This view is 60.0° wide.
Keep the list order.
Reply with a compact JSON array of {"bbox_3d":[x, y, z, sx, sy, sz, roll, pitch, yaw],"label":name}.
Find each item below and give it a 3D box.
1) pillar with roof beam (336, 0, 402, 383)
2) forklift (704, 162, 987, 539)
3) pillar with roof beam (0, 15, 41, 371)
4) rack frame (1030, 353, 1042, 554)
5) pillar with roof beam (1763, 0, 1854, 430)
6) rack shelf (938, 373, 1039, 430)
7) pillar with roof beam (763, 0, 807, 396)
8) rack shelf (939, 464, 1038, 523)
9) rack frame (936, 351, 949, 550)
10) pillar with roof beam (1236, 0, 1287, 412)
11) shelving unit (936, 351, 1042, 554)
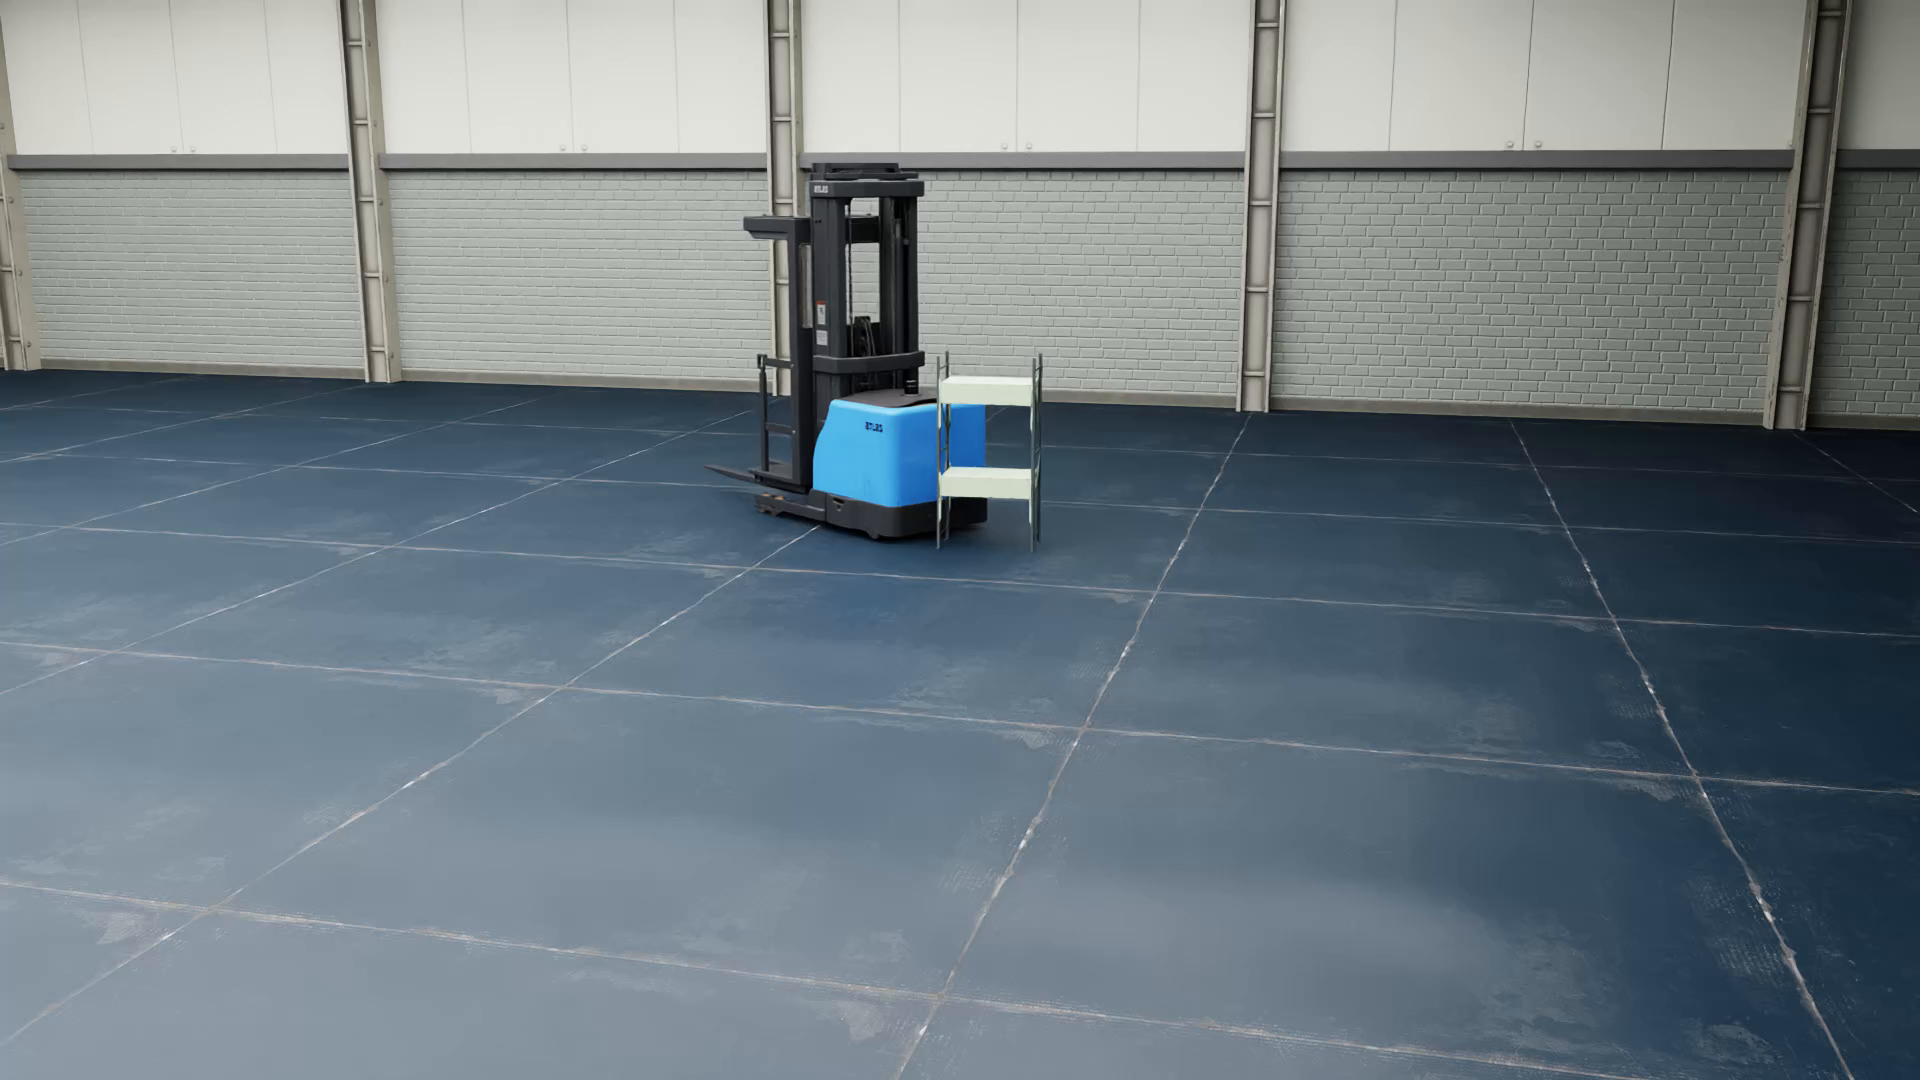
[{"bbox_3d":[-9.080,-5.708,18.186,0.400,9.000,9.100,3,13,14],"label":"pillar with roof beam"},{"bbox_3d":[-1.118,-1.696,14.109,1.130,2.935,3.031,-11,16,-39],"label":"forklift"},{"bbox_3d":[-14.905,-6.019,19.589,0.400,9.000,9.100,3,13,14],"label":"pillar with roof beam"},{"bbox_3d":[0.588,-0.670,12.790,0.023,1.500,0.400,2,13,10],"label":"rack frame"},{"bbox_3d":[8.396,-4.774,13.975,0.400,9.000,9.100,3,13,14],"label":"pillar with roof beam"},{"bbox_3d":[0.228,-1.065,12.771,0.720,0.370,0.431,2,13,10],"label":"rack shelf"},{"bbox_3d":[-3.255,-5.397,16.782,0.400,9.000,9.100,3,13,14],"label":"pillar with roof beam"},{"bbox_3d":[0.228,-0.366,12.926,0.720,0.370,0.431,2,13,10],"label":"rack shelf"},{"bbox_3d":[-0.132,-0.699,12.921,0.023,1.500,0.400,2,13,10],"label":"rack frame"},{"bbox_3d":[2.570,-5.085,15.379,0.400,9.000,9.100,3,13,14],"label":"pillar with roof beam"},{"bbox_3d":[0.228,-0.684,12.855,0.755,1.500,0.431,2,13,10],"label":"shelving unit"}]
